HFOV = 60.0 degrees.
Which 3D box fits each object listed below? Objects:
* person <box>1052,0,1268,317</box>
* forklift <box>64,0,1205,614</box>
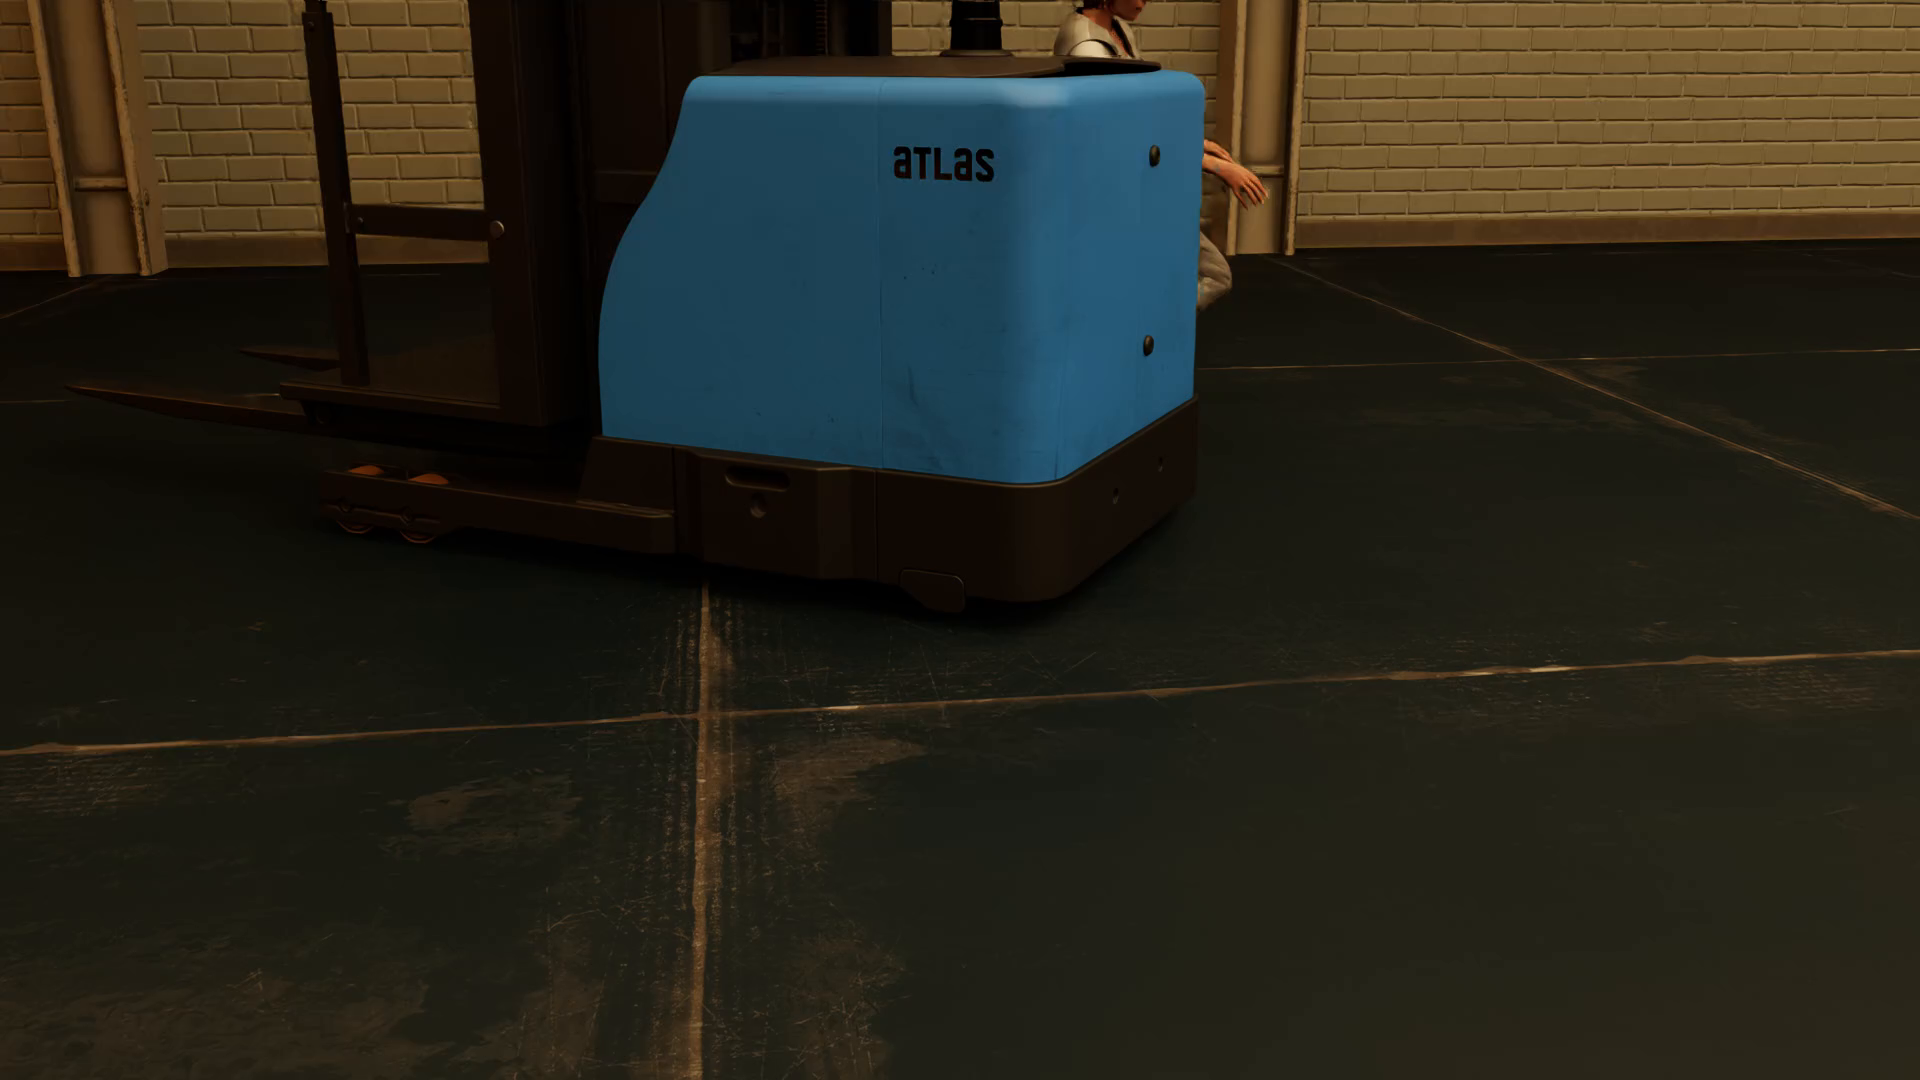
[{"bbox_3d":[0.563,-0.913,4.601,0.642,1.454,0.713,5,18,17],"label":"person"},{"bbox_3d":[-0.977,-1.521,3.934,3.031,2.935,1.130,8,18,24],"label":"forklift"}]
